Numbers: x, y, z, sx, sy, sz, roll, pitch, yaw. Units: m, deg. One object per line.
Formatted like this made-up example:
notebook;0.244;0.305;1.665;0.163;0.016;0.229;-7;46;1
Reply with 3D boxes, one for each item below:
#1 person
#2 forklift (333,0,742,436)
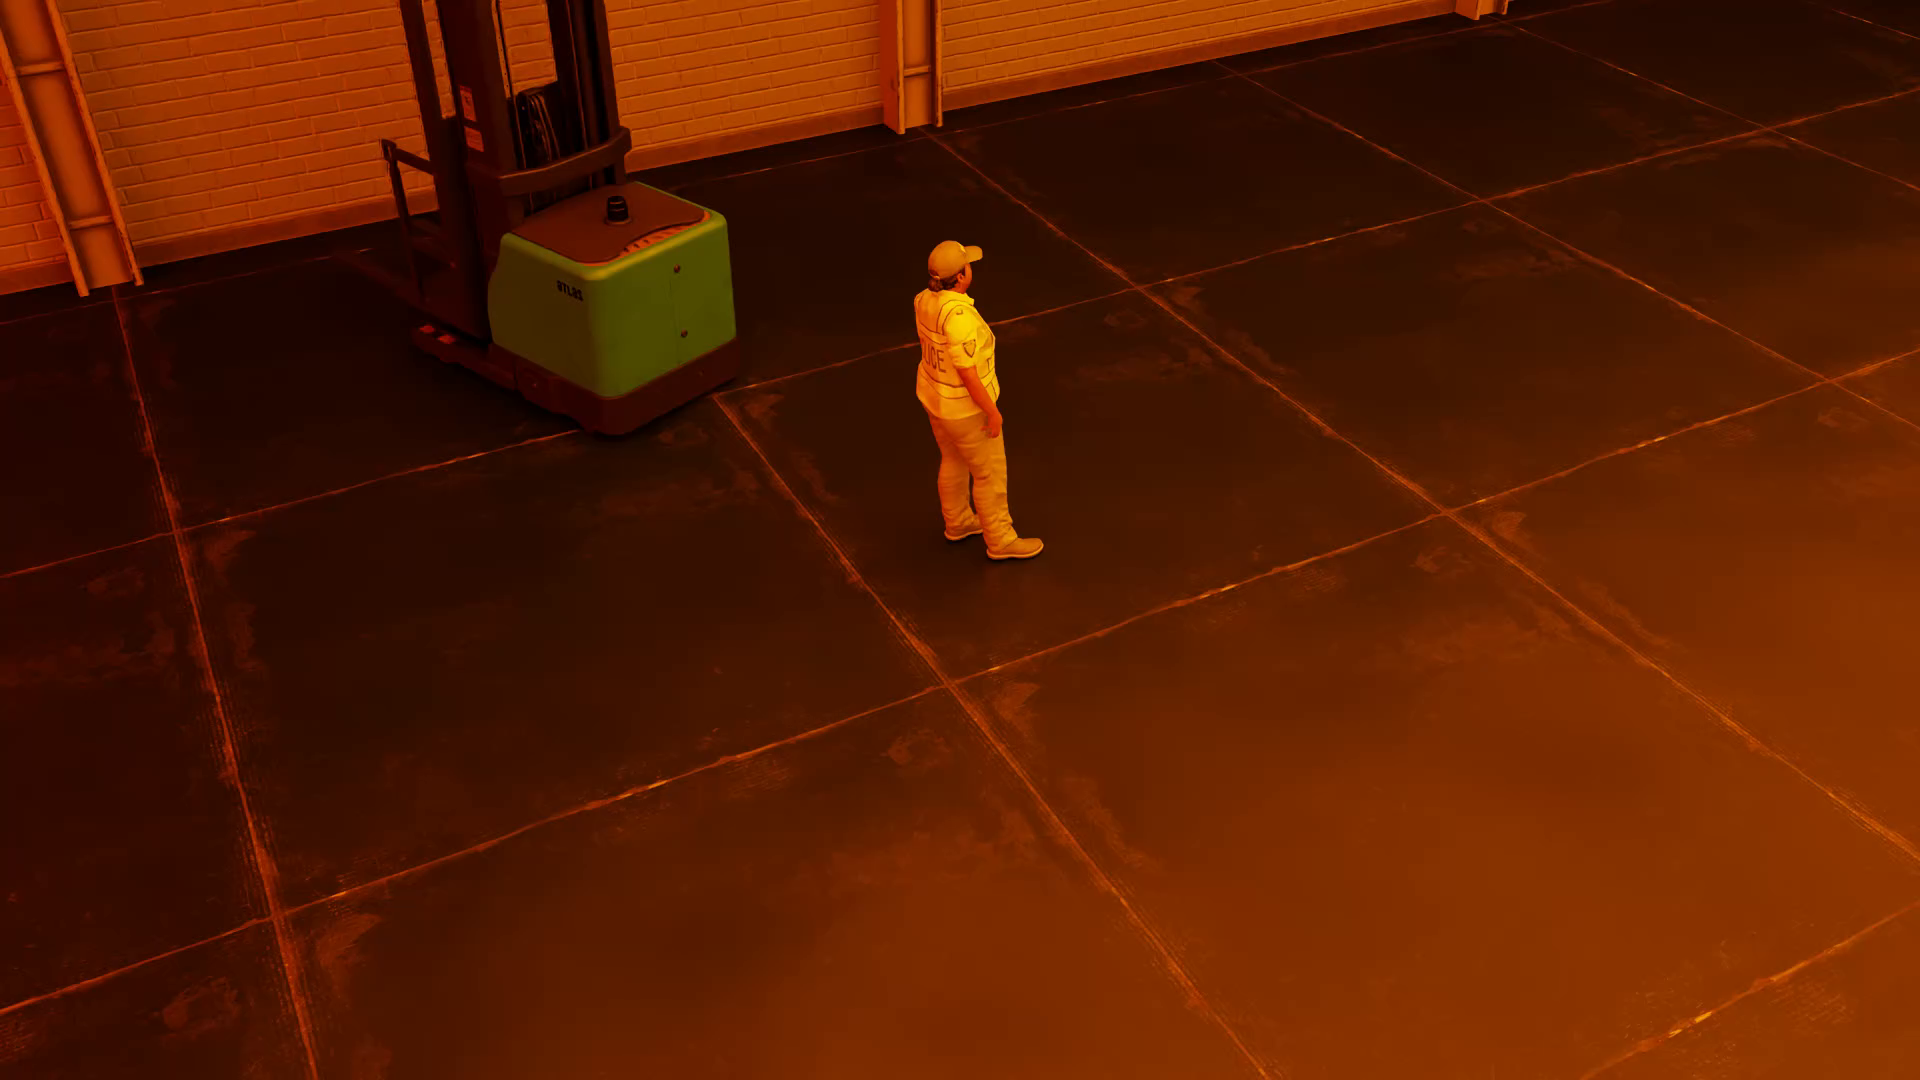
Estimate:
person;0.078;-0.696;8.189;0.529;1.670;0.598;-17;39;-23
forklift;-2.759;-2.494;9.652;3.031;2.935;1.130;26;43;32
